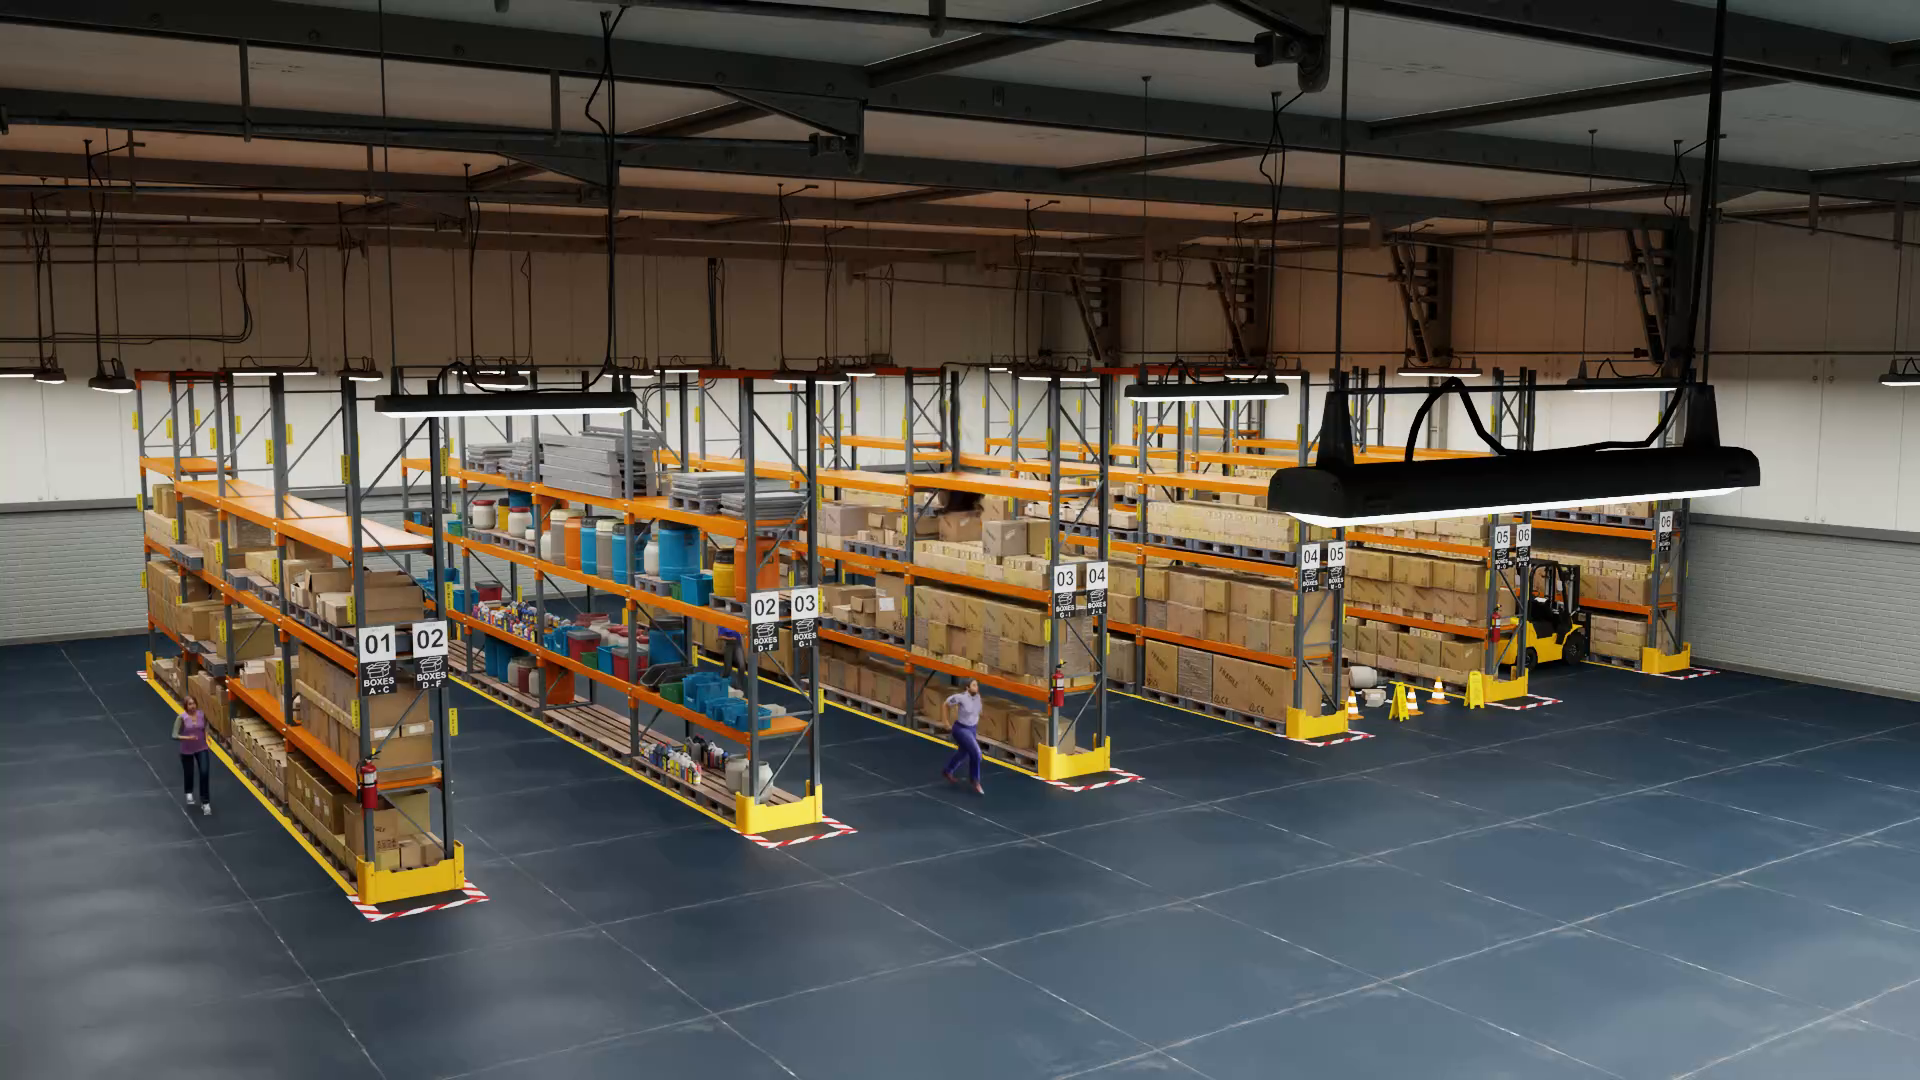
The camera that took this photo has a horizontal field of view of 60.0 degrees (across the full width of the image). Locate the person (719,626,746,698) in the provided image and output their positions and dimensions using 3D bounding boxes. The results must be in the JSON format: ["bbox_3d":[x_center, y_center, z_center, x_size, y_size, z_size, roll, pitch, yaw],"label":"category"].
[{"bbox_3d":[-4.205,2.061,30.800,0.581,1.694,0.765,-3,7,-27],"label":"person"}]

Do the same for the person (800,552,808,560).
[{"bbox_3d":[-3.694,1.109,38.702,0.681,1.741,0.623,-4,7,-28],"label":"person"}]

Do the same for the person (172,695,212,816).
[{"bbox_3d":[-10.570,2.935,22.916,0.530,1.622,0.825,-4,8,-34],"label":"person"}]

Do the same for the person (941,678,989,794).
[{"bbox_3d":[0.048,2.814,24.115,0.833,1.691,0.627,5,8,37],"label":"person"}]
